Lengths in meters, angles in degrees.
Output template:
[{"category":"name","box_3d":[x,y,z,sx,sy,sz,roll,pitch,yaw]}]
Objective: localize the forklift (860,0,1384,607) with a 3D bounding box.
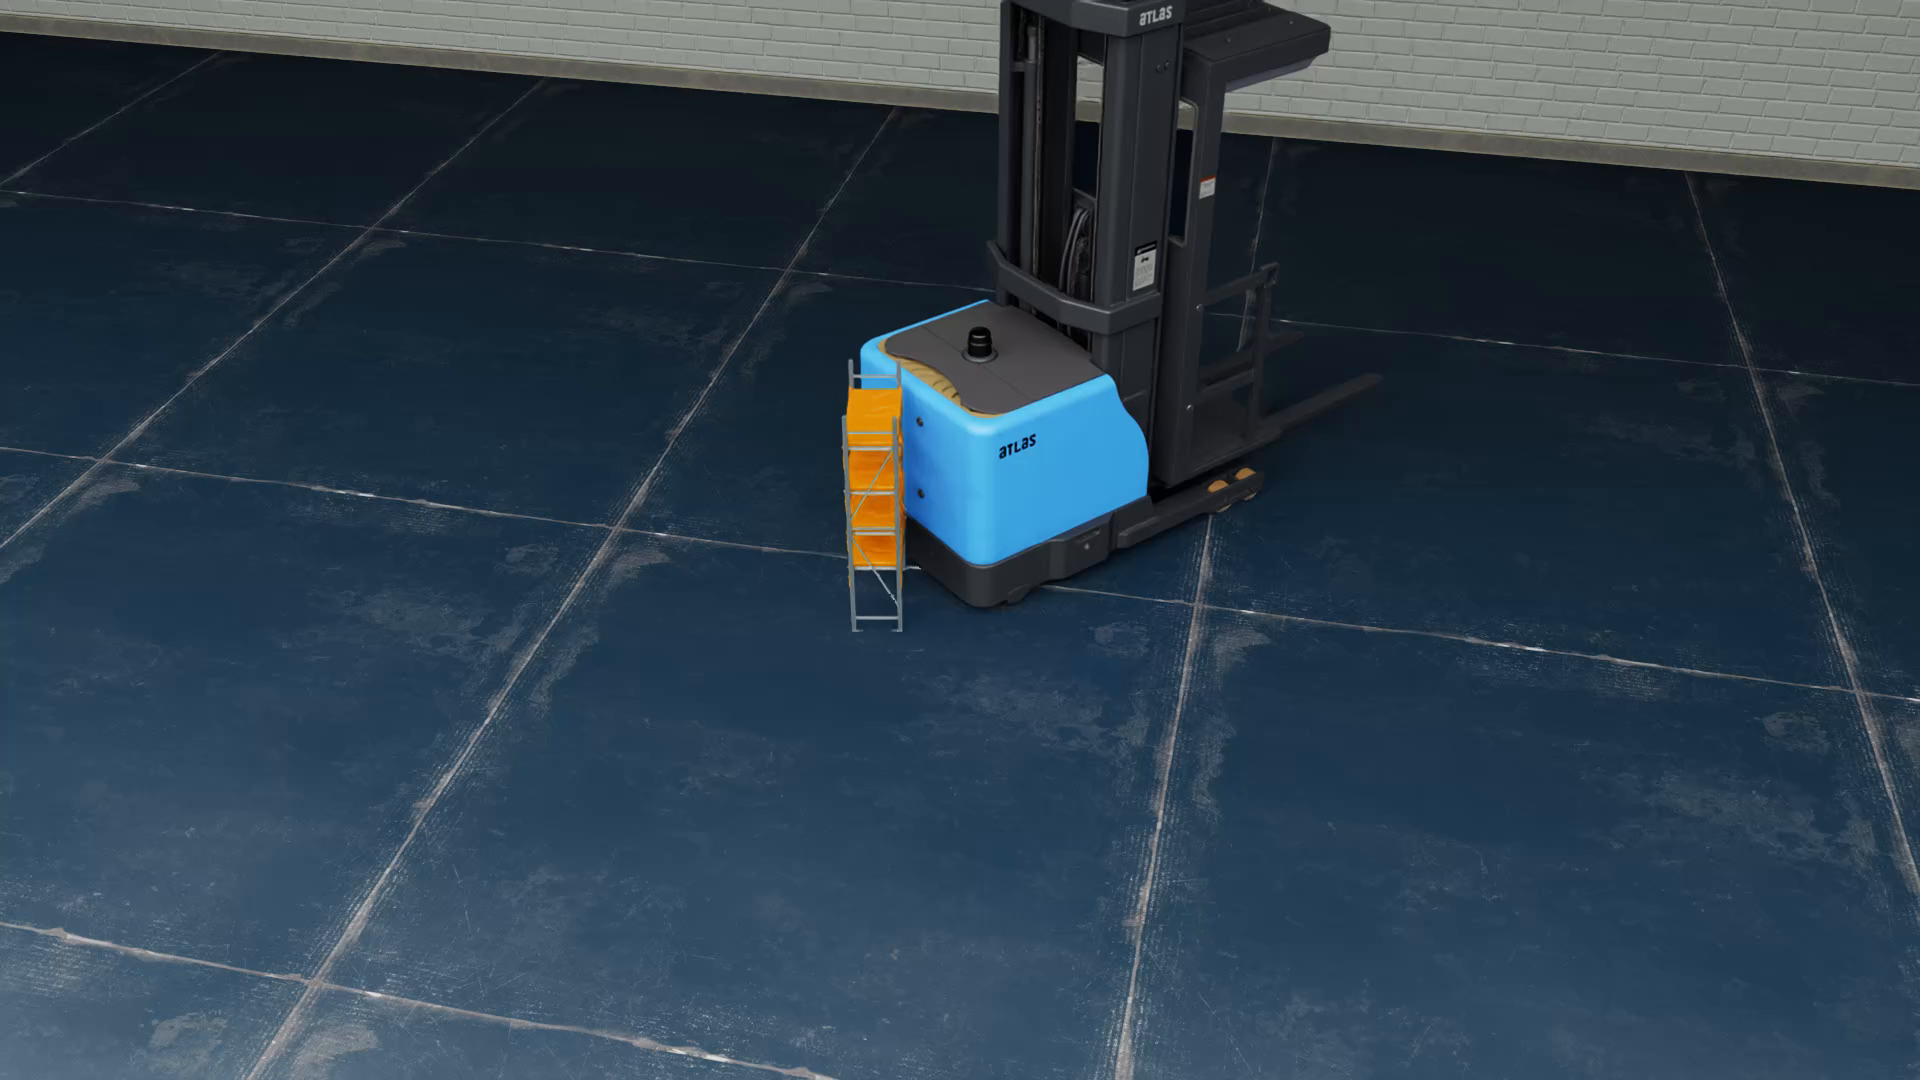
[{"category":"forklift","box_3d":[0.989,-1.558,8.172,3.031,2.935,1.130,-24,42,-29]}]

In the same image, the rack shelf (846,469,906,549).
[{"category":"rack shelf","box_3d":[-0.392,-0.139,7.805,0.258,0.148,0.480,0,36,0]}]

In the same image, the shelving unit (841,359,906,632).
[{"category":"shelving unit","box_3d":[-0.392,-0.194,7.765,0.258,1.200,0.503,0,36,0]}]

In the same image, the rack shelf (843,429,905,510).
[{"category":"rack shelf","box_3d":[-0.392,-0.320,7.673,0.258,0.148,0.480,0,36,0]}]

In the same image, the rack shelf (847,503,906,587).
[{"category":"rack shelf","box_3d":[-0.392,0.021,7.921,0.258,0.148,0.480,0,36,0]}]

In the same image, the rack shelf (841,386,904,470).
[{"category":"rack shelf","box_3d":[-0.392,-0.512,7.535,0.258,0.148,0.480,0,36,0]}]

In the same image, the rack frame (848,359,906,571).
[{"category":"rack frame","box_3d":[-0.391,-0.337,7.963,0.240,1.200,0.015,0,36,0]}]

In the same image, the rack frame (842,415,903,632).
[{"category":"rack frame","box_3d":[-0.393,-0.051,7.568,0.240,1.200,0.015,0,36,0]}]
